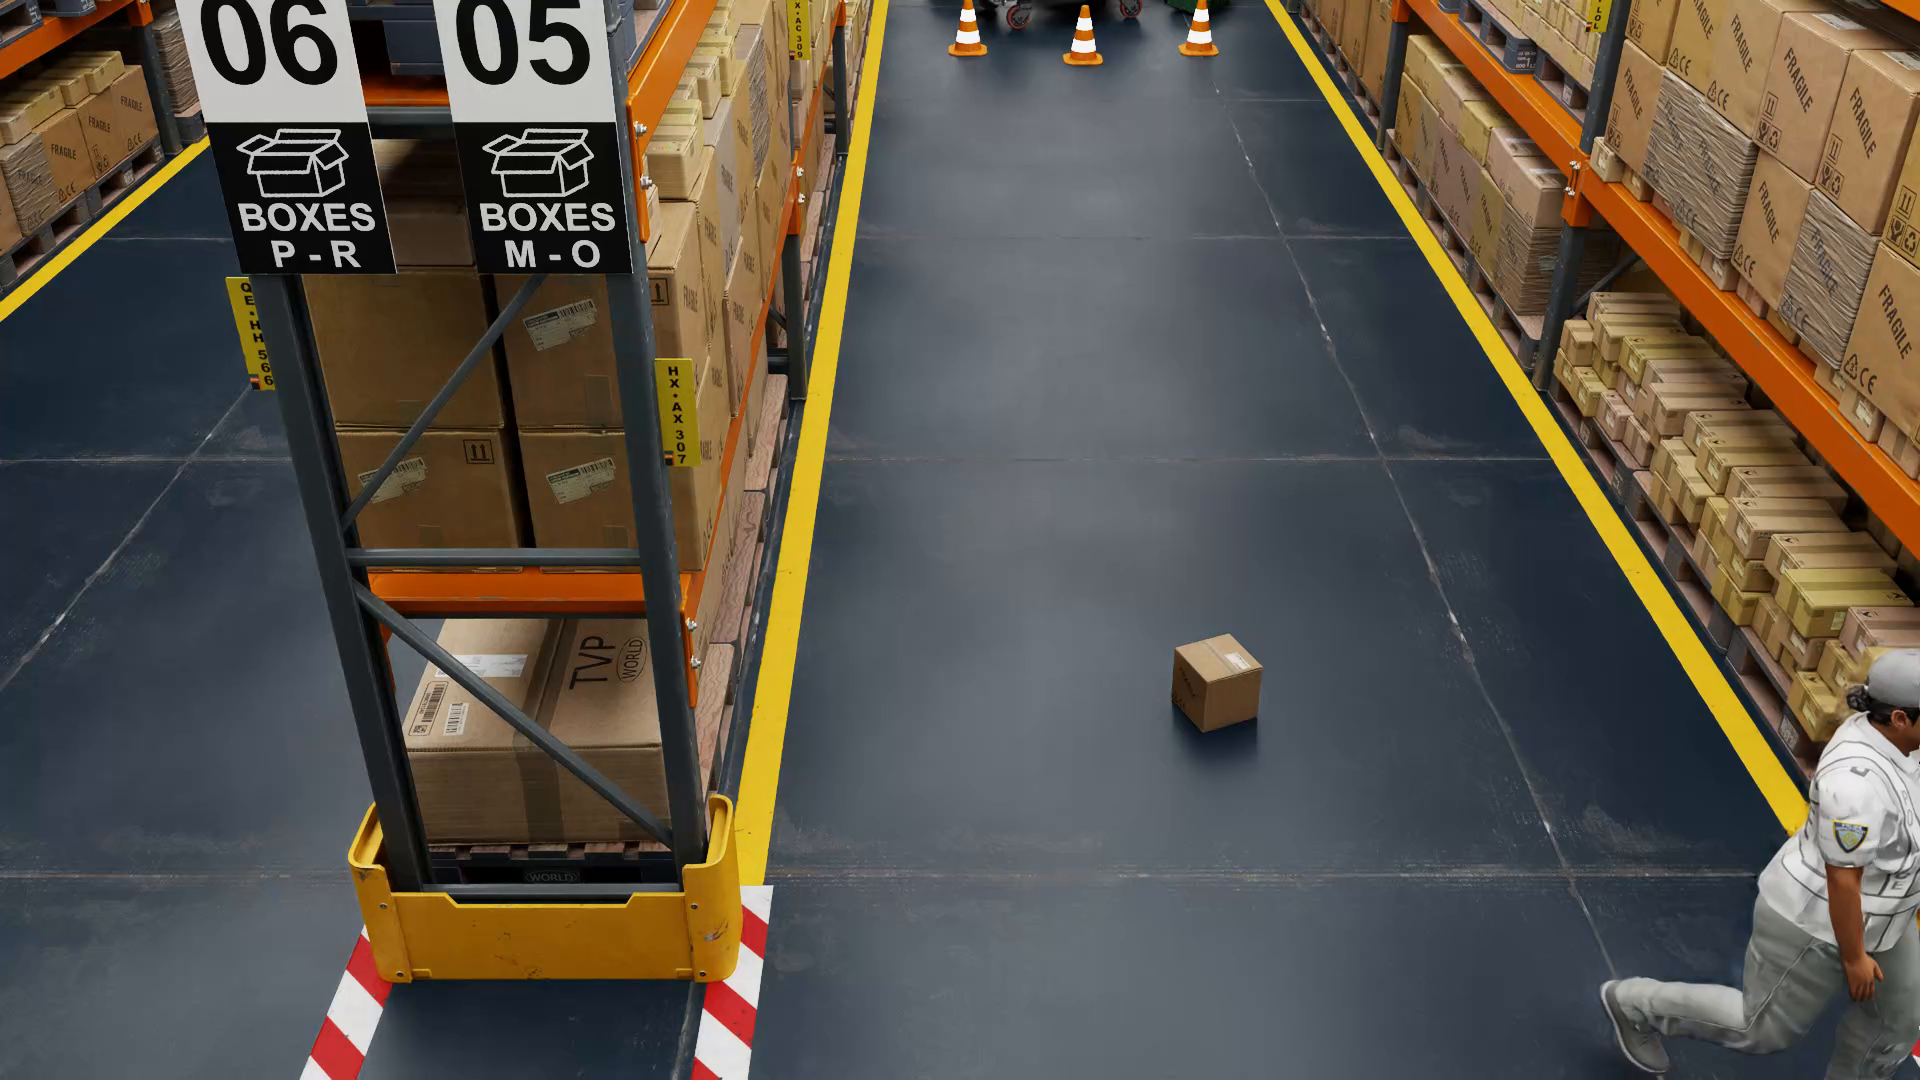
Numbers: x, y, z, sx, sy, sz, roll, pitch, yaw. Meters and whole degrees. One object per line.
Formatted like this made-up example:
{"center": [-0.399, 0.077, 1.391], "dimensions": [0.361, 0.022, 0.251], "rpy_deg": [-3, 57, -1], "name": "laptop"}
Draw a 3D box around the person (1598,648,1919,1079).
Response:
{"center": [2.369, 0.974, 4.547], "dimensions": [0.471, 1.611, 0.908], "rpy_deg": [-27, 40, -36], "name": "person"}
